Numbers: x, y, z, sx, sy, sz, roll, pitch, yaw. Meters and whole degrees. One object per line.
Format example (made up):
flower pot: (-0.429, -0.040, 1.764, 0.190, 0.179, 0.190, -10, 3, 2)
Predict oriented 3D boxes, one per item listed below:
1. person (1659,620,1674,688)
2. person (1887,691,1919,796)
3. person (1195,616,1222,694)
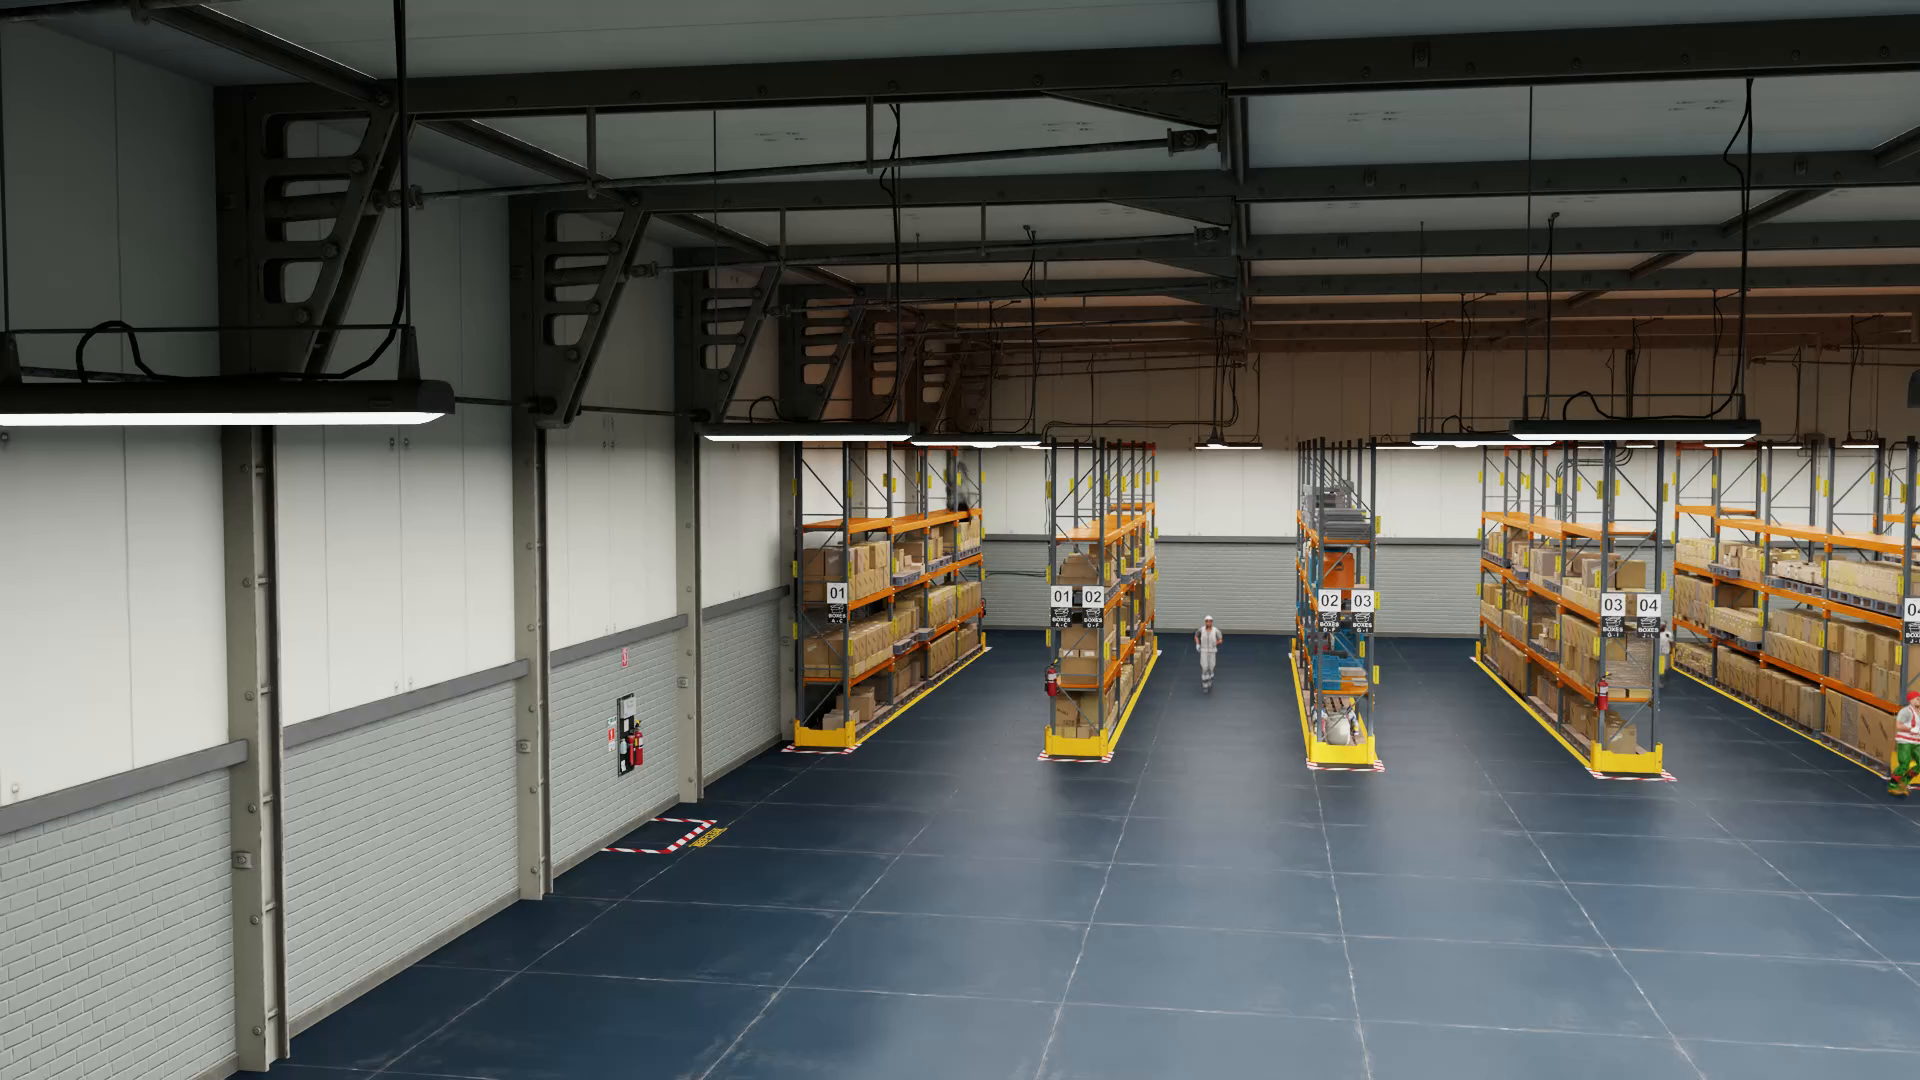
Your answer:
person: (17.064, 2.764, 40.381, 0.570, 1.661, 0.531, 1, 3, 14)
person: (15.835, 3.384, 27.599, 0.663, 1.751, 0.639, -1, 3, -22)
person: (5.938, 2.712, 39.707, 0.633, 1.820, 0.846, 0, 3, 6)
